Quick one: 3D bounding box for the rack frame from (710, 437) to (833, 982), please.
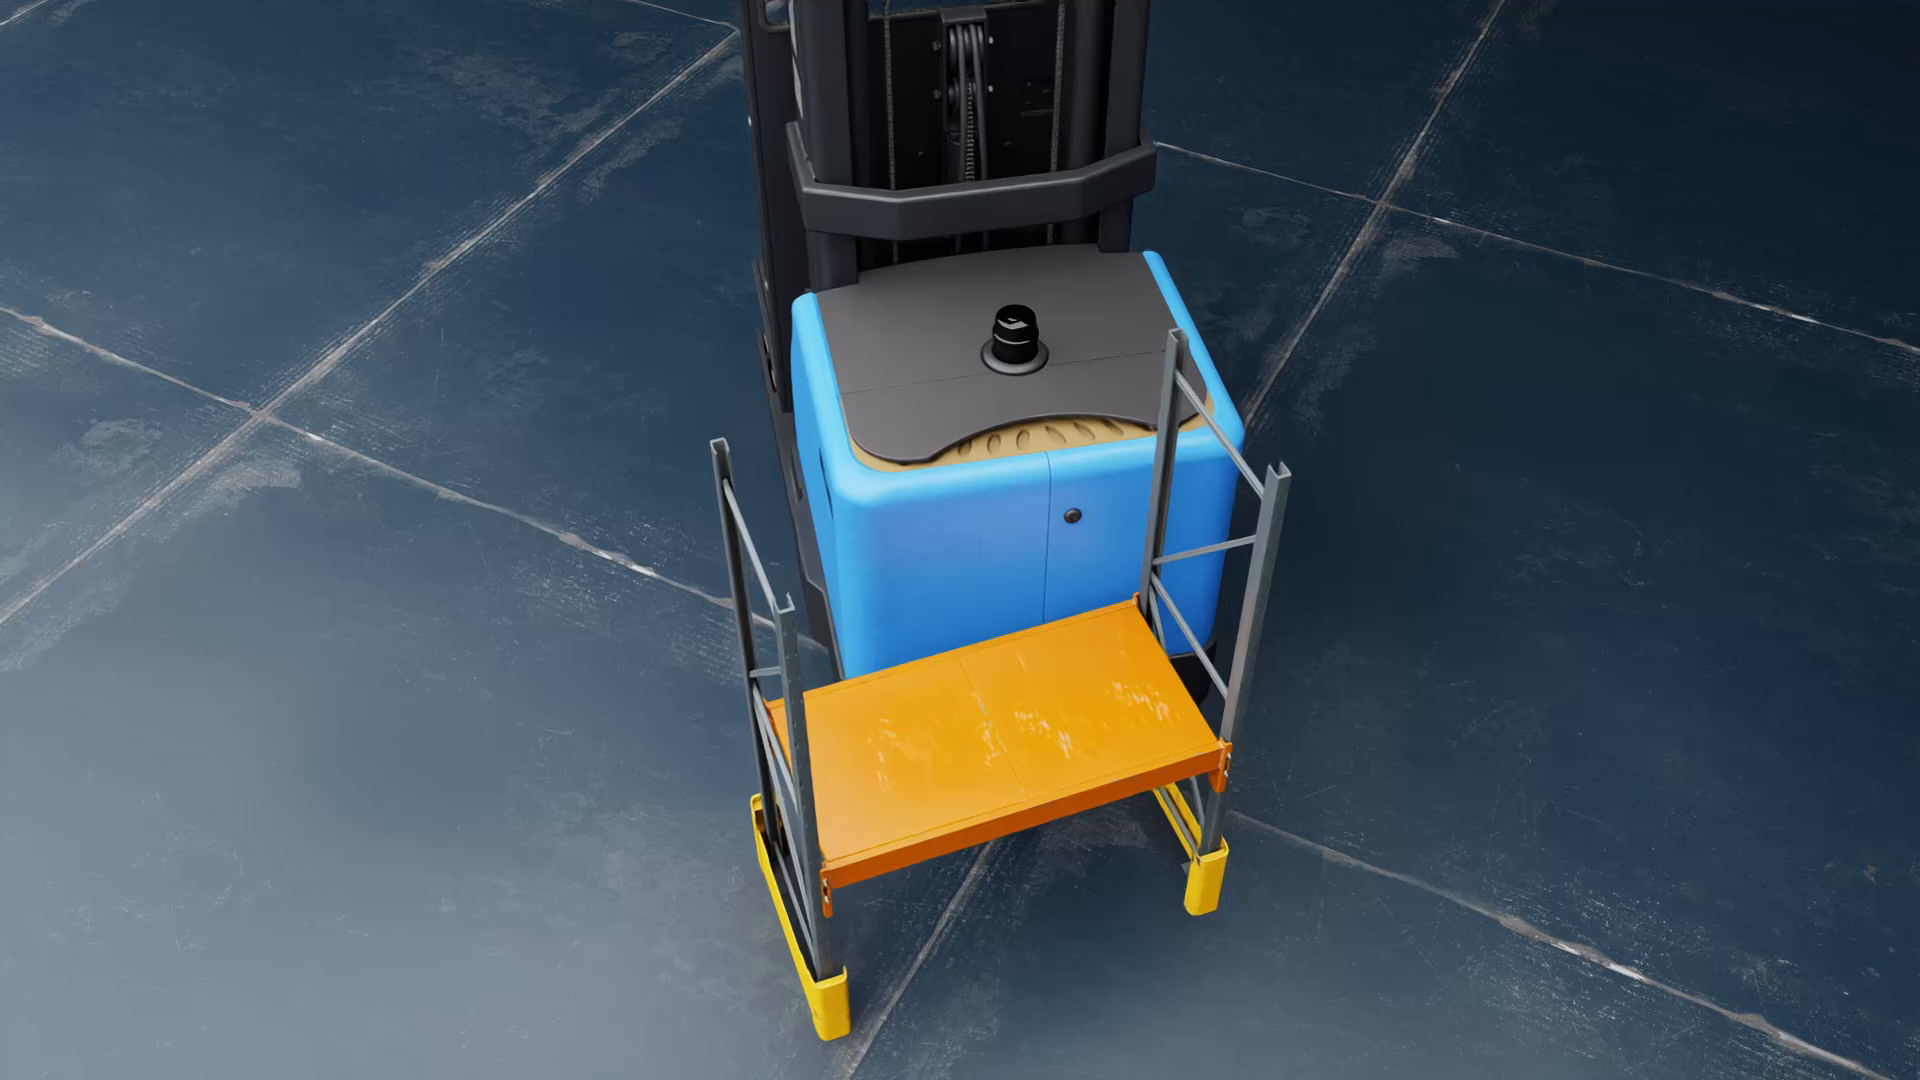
[{"bbox_3d":[-0.401,0.491,3.711,0.032,1.500,0.500,-15,47,-14],"label":"rack frame"}]

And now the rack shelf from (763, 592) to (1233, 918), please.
[{"bbox_3d":[0.075,0.490,3.964,1.000,0.185,0.538,-15,47,-14],"label":"rack shelf"}]

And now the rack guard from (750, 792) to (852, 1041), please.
[{"bbox_3d":[-0.400,0.930,4.156,0.087,0.250,0.587,-15,47,-14],"label":"rack guard"}]

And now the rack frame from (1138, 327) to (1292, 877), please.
[{"bbox_3d":[0.551,0.237,3.961,0.032,1.500,0.500,-15,47,-14],"label":"rack frame"}]

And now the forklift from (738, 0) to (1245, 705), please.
[{"bbox_3d":[-0.090,-1.493,4.665,1.130,2.935,3.031,-8,46,-8],"label":"forklift"}]

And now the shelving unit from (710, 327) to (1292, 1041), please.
[{"bbox_3d":[0.067,0.366,3.834,1.083,1.500,0.587,-15,47,-14],"label":"shelving unit"}]

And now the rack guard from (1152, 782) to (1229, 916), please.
[{"bbox_3d":[0.533,0.681,4.401,0.087,0.250,0.587,-15,47,-14],"label":"rack guard"}]
